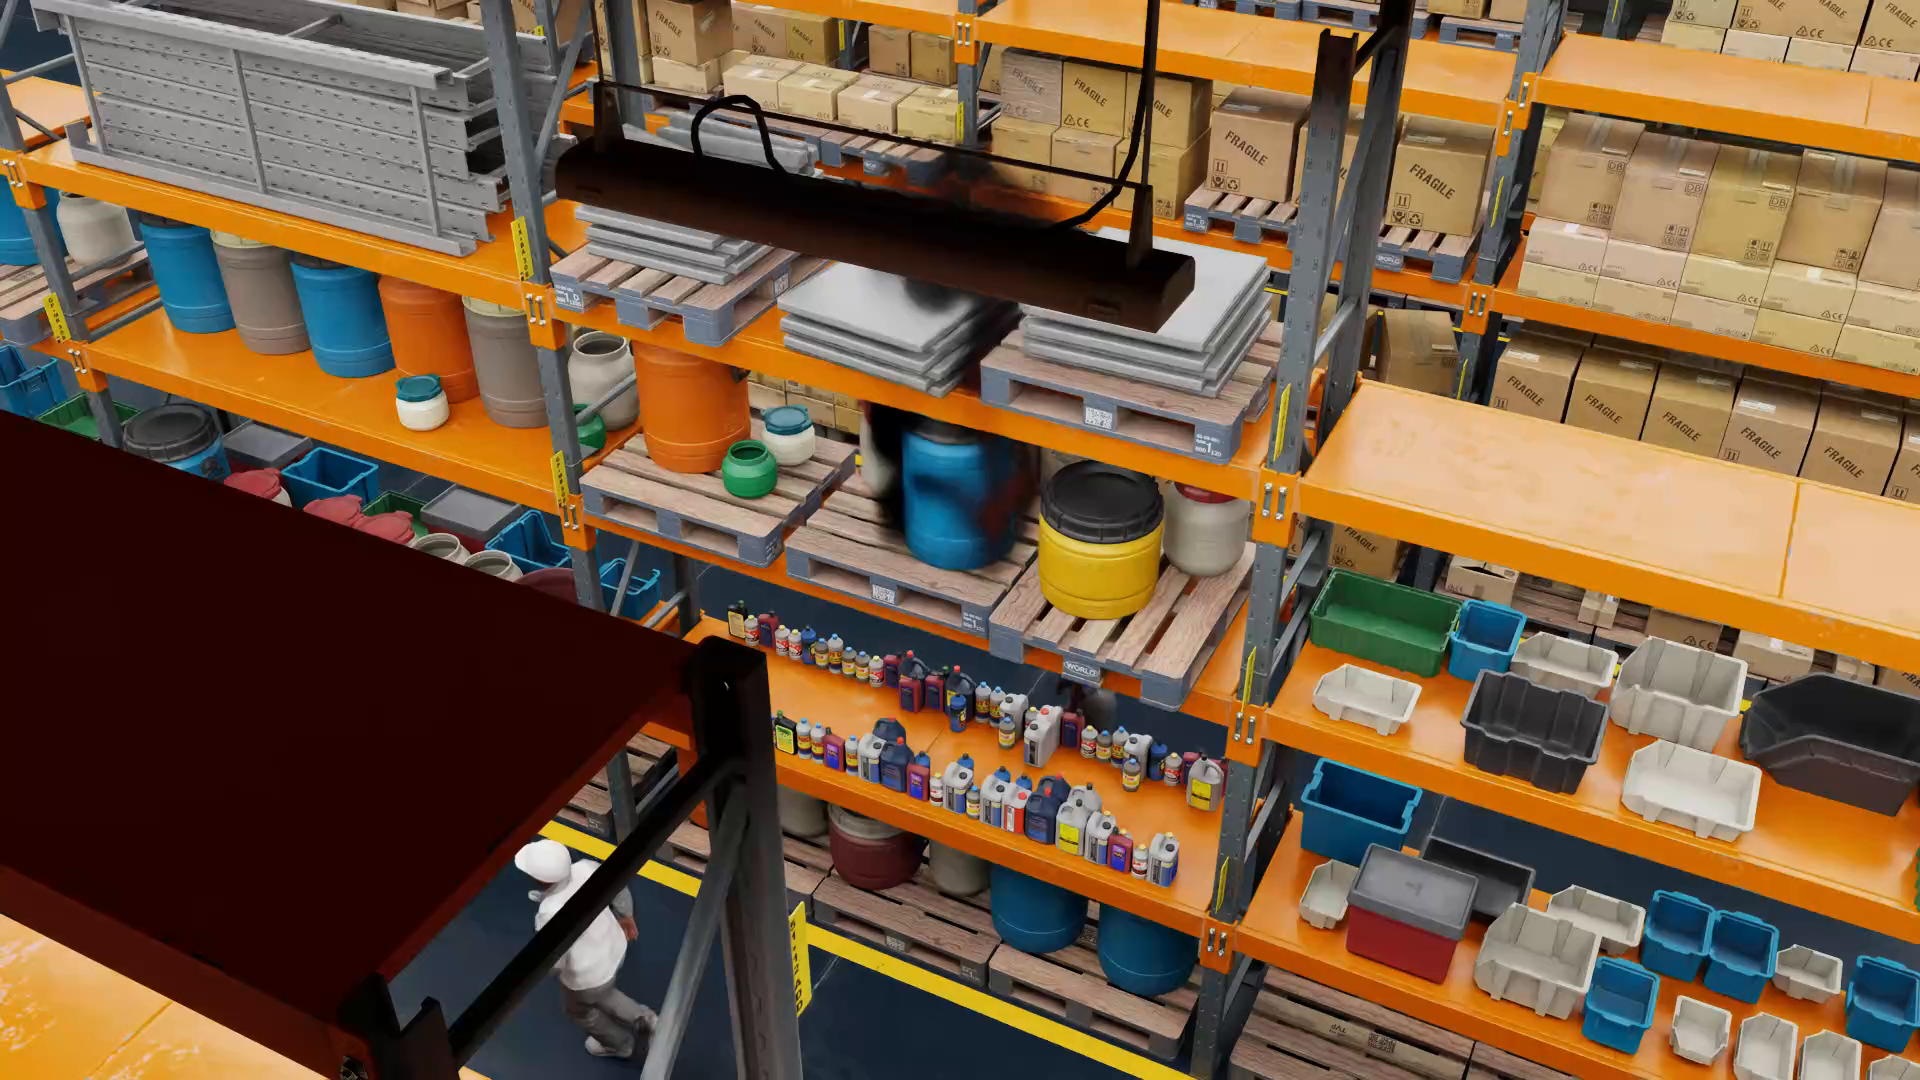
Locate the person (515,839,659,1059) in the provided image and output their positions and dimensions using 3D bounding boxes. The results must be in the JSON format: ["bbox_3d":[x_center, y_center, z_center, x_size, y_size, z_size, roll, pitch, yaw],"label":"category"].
[{"bbox_3d":[-2.004,2.303,9.112,0.663,1.715,0.642,6,36,9],"label":"person"}]

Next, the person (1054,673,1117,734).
[{"bbox_3d":[0.876,1.077,11.029,0.810,1.505,0.604,6,35,8],"label":"person"}]
